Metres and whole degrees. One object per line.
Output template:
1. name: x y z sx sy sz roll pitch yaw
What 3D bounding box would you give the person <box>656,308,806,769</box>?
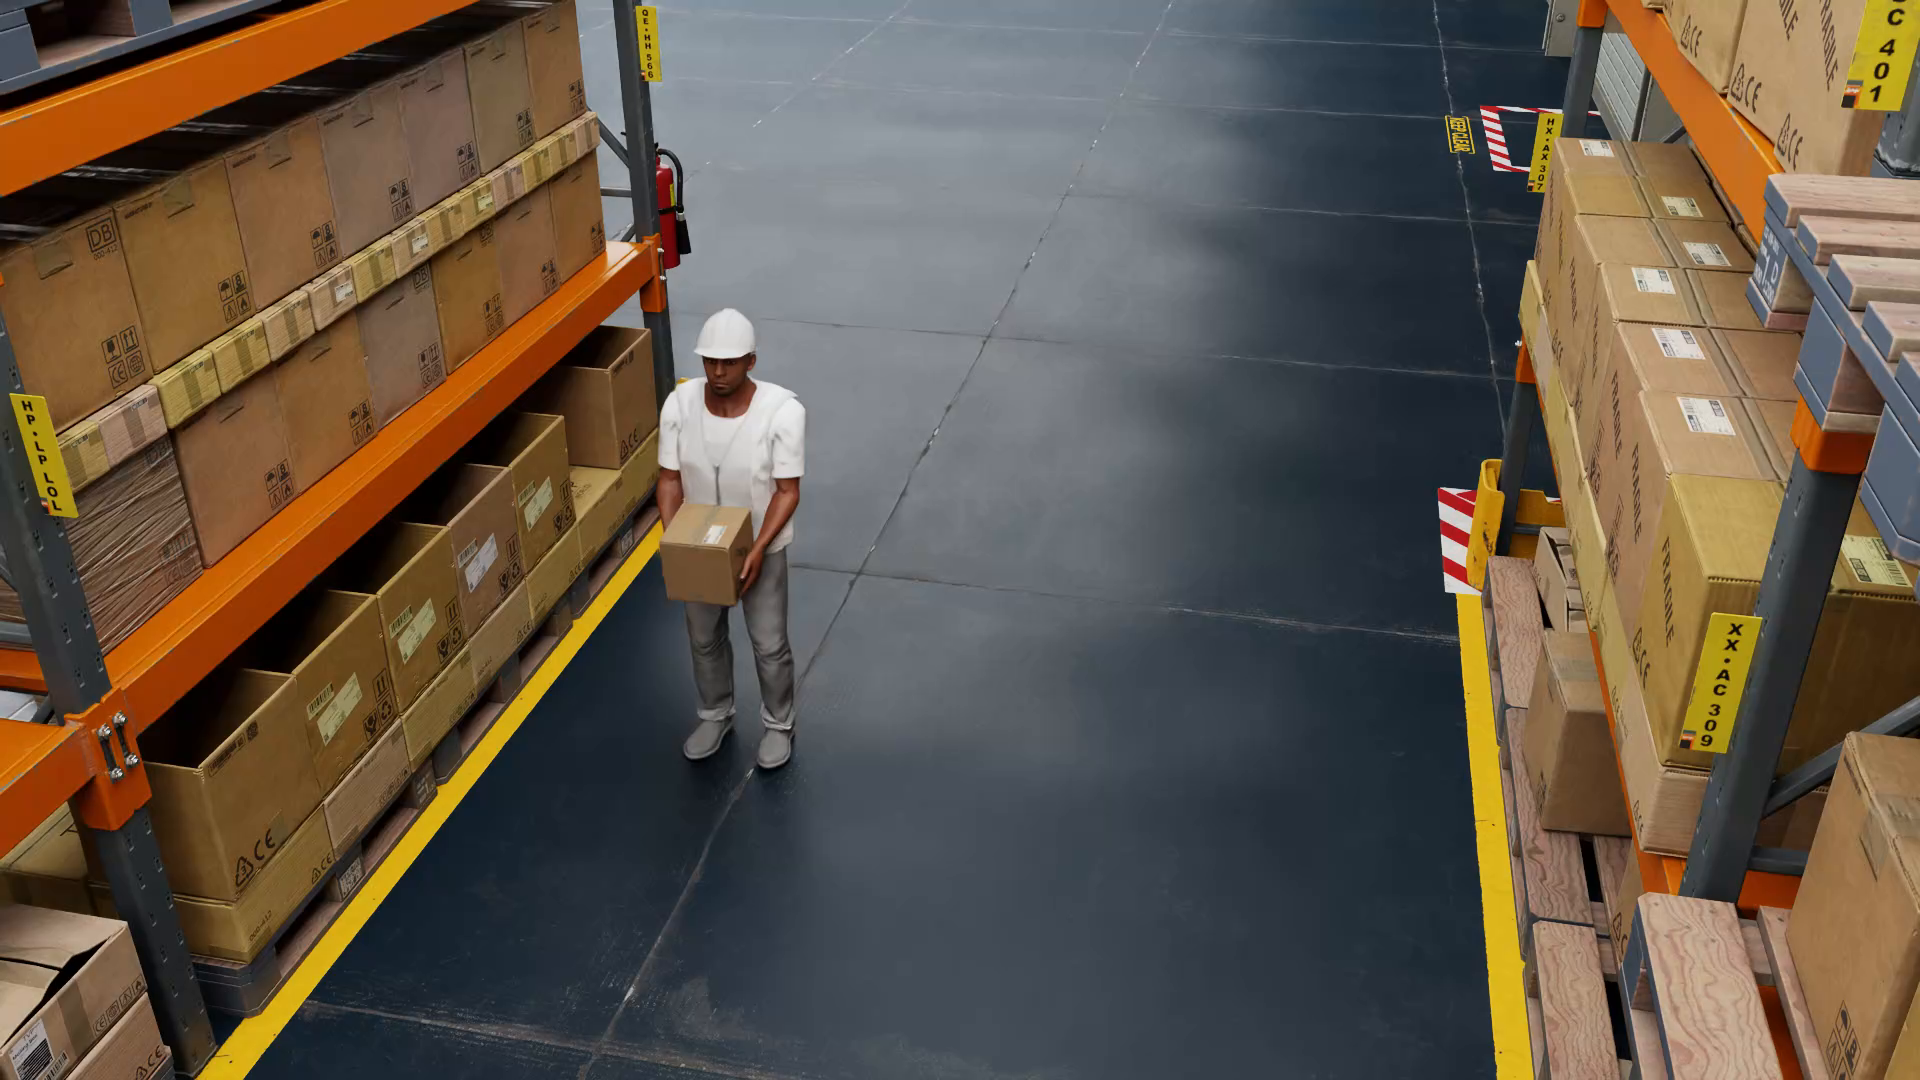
1. person: -0.834 0.048 6.010 0.542 1.770 0.551 6 29 10
